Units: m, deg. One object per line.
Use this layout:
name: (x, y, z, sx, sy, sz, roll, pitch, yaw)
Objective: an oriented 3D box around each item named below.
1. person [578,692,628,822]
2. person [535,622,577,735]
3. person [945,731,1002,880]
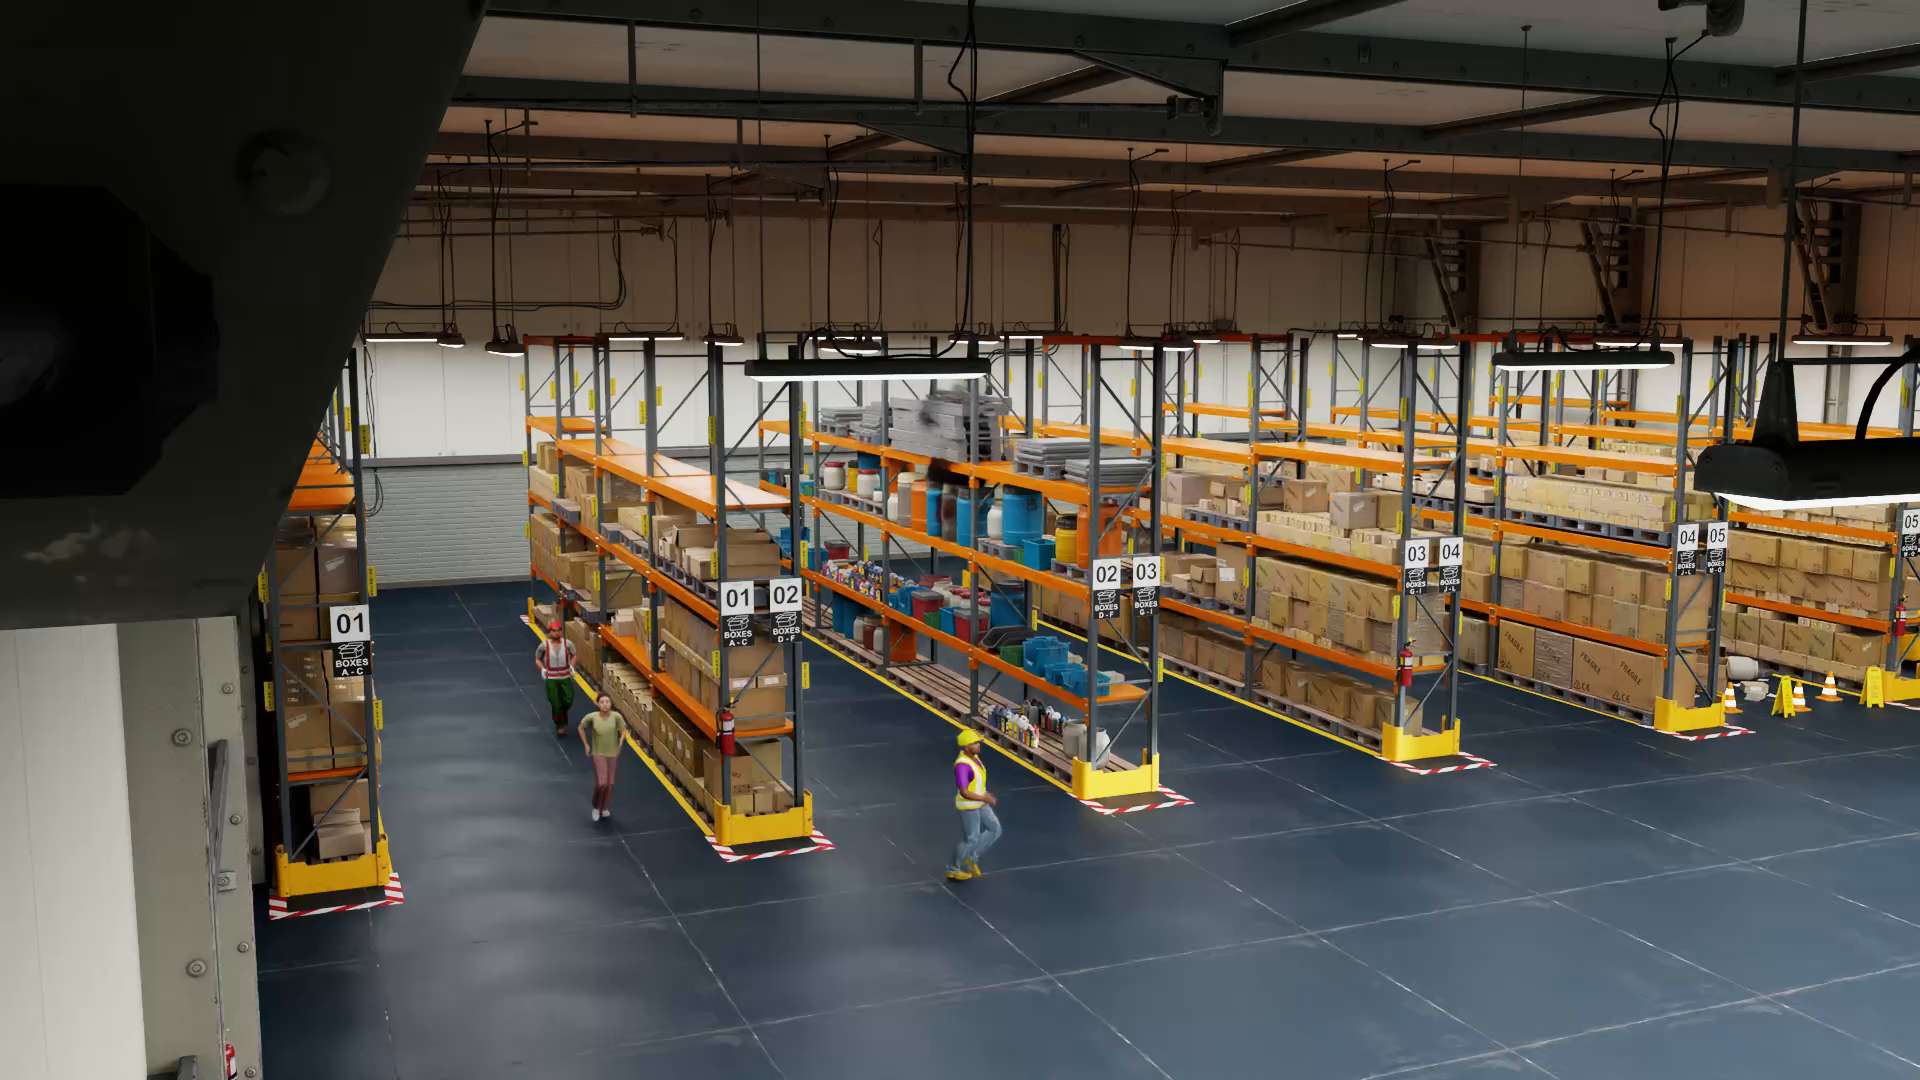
person: (-4.467, 2.727, 20.975, 0.581, 1.647, 0.623, -4, 8, -26)
person: (-6.139, 2.101, 25.368, 0.636, 1.741, 0.586, -3, 8, -20)
person: (0.154, 2.987, 18.759, 0.639, 1.729, 0.712, 2, 8, 14)
